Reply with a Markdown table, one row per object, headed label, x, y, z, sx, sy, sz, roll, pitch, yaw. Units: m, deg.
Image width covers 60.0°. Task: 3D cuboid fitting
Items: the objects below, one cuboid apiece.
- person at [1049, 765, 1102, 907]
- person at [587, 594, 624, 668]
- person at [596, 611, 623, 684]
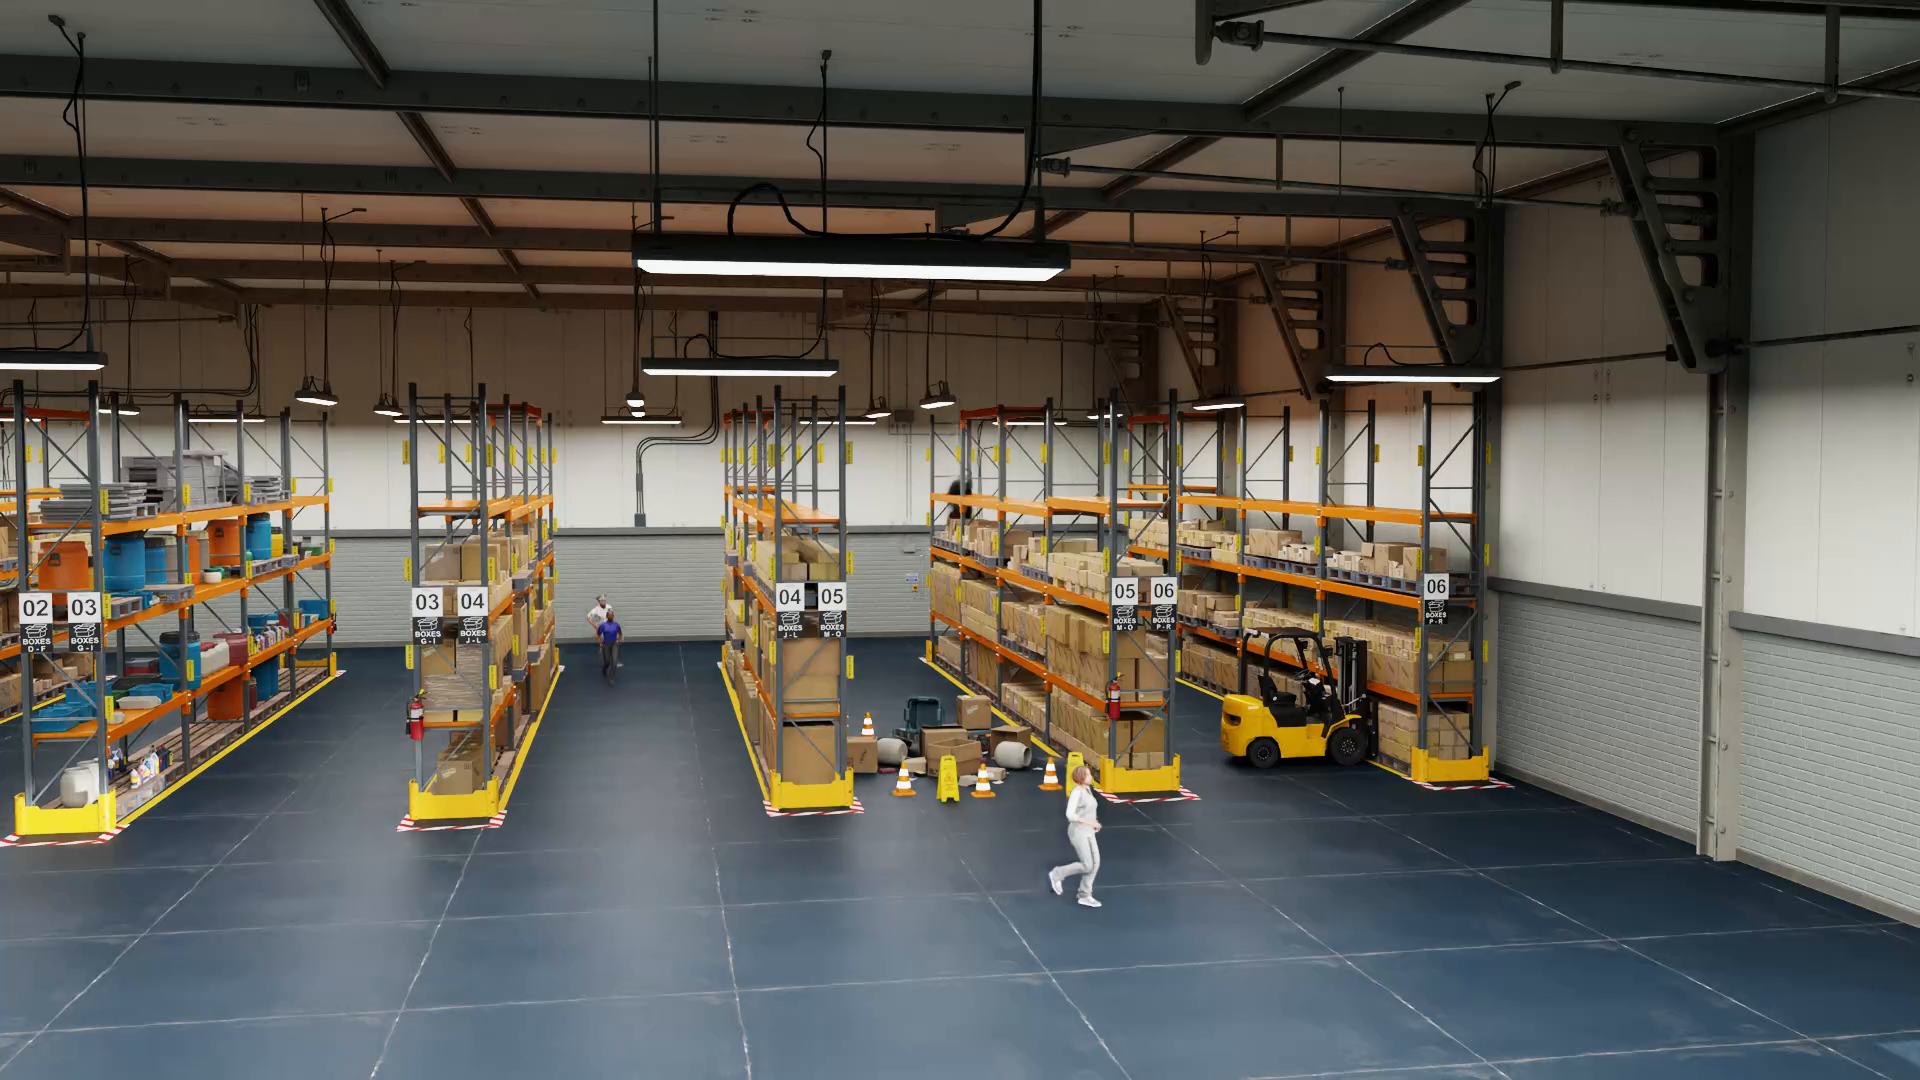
| label | x | y | z | sx | sy | sz | roll | pitch | yaw |
| --- | --- | --- | --- | --- | --- | --- | --- | --- | --- |
| person | 1.317 | 3.283 | 18.518 | 0.625 | 1.559 | 0.542 | 1 | 3 | 24 |
| person | -8.455 | 2.148 | 39.412 | 0.910 | 1.746 | 0.696 | 2 | 4 | 37 |
| person | -7.693 | 2.355 | 36.552 | 0.581 | 1.614 | 0.559 | -1 | 3 | -22 |
